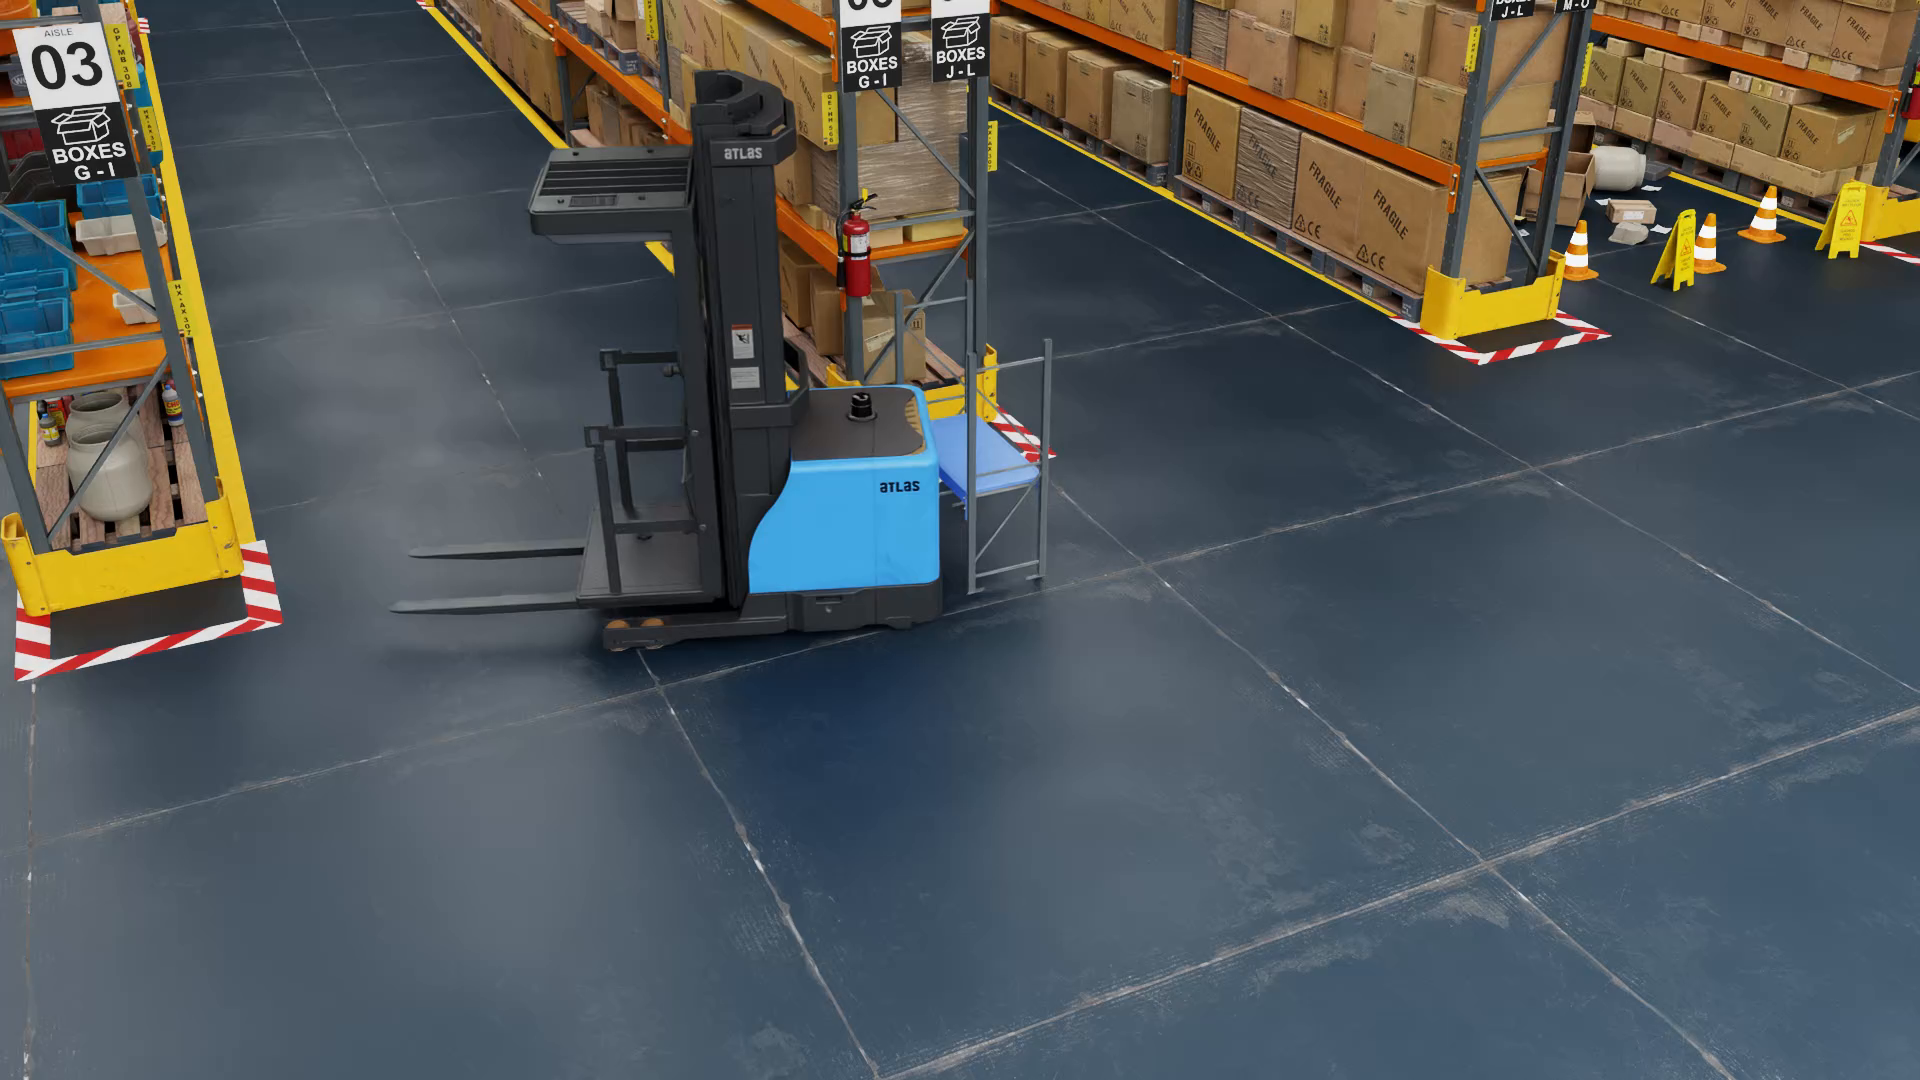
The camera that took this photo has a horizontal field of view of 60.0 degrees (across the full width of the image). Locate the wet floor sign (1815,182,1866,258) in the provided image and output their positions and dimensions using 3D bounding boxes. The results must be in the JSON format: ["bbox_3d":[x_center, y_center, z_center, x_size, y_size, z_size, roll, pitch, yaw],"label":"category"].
[{"bbox_3d":[7.772,-2.822,14.596,0.267,0.644,0.232,-3,29,-5],"label":"wet floor sign"}]

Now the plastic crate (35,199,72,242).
[{"bbox_3d":[-6.156,-2.053,11.033,0.450,0.188,0.662,-13,32,-22],"label":"plastic crate"}]

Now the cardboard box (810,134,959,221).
[{"bbox_3d":[-0.505,-2.499,11.206,0.875,0.500,0.500,-13,32,-22],"label":"cardboard box"}]

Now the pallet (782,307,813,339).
[{"bbox_3d":[-1.163,-1.799,13.215,1.003,0.211,1.213,-13,32,-22],"label":"pallet"}]

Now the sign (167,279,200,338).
[{"bbox_3d":[-4.268,-1.271,9.140,0.100,0.325,0.005,-13,32,-22],"label":"sign"}]

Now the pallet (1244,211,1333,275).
[{"bbox_3d":[3.296,-2.732,14.880,1.003,0.211,1.213,-13,32,-22],"label":"pallet"}]

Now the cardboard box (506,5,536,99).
[{"bbox_3d":[-4.381,-5.572,18.835,1.225,0.875,0.875,-13,32,-22],"label":"cardboard box"}]

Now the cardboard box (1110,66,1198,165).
[{"bbox_3d":[2.164,-4.298,16.691,1.050,0.750,0.750,-13,32,-22],"label":"cardboard box"}]

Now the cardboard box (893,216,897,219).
[{"bbox_3d":[-0.291,-2.258,11.439,0.380,0.149,0.250,-13,32,-22],"label":"cardboard box"}]

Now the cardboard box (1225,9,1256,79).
[{"bbox_3d":[2.938,-4.507,15.041,0.875,0.550,0.550,-13,32,-22],"label":"cardboard box"}]

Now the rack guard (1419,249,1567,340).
[{"bbox_3d":[4.240,-1.973,13.230,1.175,0.500,0.348,-13,32,-22],"label":"rack guard"}]

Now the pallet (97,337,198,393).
[{"bbox_3d":[-6.234,-1.282,12.294,1.003,0.211,1.213,-13,32,-22],"label":"pallet"}]

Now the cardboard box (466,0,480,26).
[{"bbox_3d":[-6.043,-7.340,21.989,0.875,0.875,0.875,-13,32,-22],"label":"cardboard box"}]

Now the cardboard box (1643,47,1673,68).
[{"bbox_3d":[7.171,-4.907,16.859,0.380,0.149,0.250,-12,31,-20],"label":"cardboard box"}]

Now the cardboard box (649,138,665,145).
[{"bbox_3d":[-2.443,-3.436,15.389,0.700,0.500,0.500,-13,32,-22],"label":"cardboard box"}]

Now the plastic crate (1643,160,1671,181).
[{"bbox_3d":[6.873,-3.786,16.892,0.583,0.080,0.402,26,38,38],"label":"plastic crate"}]

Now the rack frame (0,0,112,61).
[{"bbox_3d":[-4.767,-3.654,7.538,1.000,3.000,0.127,-13,32,-22],"label":"rack frame"}]

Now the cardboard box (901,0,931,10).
[{"bbox_3d":[-0.267,-3.587,10.639,0.500,0.250,0.500,-12,31,-21],"label":"cardboard box"}]

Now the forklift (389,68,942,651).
[{"bbox_3d":[-1.652,-0.941,8.904,3.031,2.935,1.130,-3,29,-6],"label":"forklift"}]

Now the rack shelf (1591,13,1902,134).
[{"bbox_3d":[7.798,-4.727,16.322,1.077,0.370,4.000,-13,32,-22],"label":"rack shelf"}]

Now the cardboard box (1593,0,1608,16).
[{"bbox_3d":[6.785,-5.609,17.415,0.380,0.149,0.250,-13,32,-22],"label":"cardboard box"}]

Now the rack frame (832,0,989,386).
[{"bbox_3d":[-0.294,-2.077,10.860,1.000,3.000,0.127,-13,32,-22],"label":"rack frame"}]

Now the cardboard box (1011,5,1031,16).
[{"bbox_3d":[0.718,-6.383,19.899,0.500,0.250,0.500,-15,32,-24],"label":"cardboard box"}]

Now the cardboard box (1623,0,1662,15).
[{"bbox_3d":[7.113,-5.628,16.787,0.500,0.500,0.500,-13,32,-22],"label":"cardboard box"}]

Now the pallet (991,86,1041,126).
[{"bbox_3d":[1.065,-5.027,18.972,1.003,0.211,1.213,-13,32,-22],"label":"pallet"}]

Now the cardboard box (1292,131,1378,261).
[{"bbox_3d":[3.499,-3.004,14.256,0.875,0.875,0.875,-14,32,-23],"label":"cardboard box"}]

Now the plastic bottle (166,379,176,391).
[{"bbox_3d":[-5.345,-1.014,11.292,0.061,0.283,0.133,-13,32,-21],"label":"plastic bottle"}]

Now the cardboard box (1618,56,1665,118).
[{"bbox_3d":[7.189,-4.684,17.125,0.500,0.500,0.500,-12,31,-20],"label":"cardboard box"}]

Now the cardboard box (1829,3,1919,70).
[{"bbox_3d":[8.175,-4.513,14.798,0.500,0.500,0.500,-14,32,-23],"label":"cardboard box"}]

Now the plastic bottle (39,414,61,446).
[{"bbox_3d":[-5.951,-0.728,10.865,0.097,0.201,0.097,0,29,0],"label":"plastic bottle"}]

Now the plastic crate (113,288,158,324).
[{"bbox_3d":[-4.861,-1.385,9.895,0.298,0.136,0.250,-13,32,-22],"label":"plastic crate"}]

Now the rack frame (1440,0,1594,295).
[{"bbox_3d":[4.229,-3.074,12.638,1.000,3.000,0.127,-13,32,-22],"label":"rack frame"}]

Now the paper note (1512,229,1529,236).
[{"bbox_3d":[5.107,-2.809,15.202,0.144,0.017,0.142,-3,29,-5],"label":"paper note"}]

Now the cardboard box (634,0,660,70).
[{"bbox_3d":[-2.226,-4.669,14.440,1.000,1.000,1.000,-13,32,-22],"label":"cardboard box"}]

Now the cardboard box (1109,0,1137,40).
[{"bbox_3d":[1.830,-5.282,16.473,0.500,0.500,0.500,-13,32,-23],"label":"cardboard box"}]

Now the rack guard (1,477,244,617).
[{"bbox_3d":[-4.842,0.030,9.659,1.175,0.500,0.348,-13,32,-22],"label":"rack guard"}]

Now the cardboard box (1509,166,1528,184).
[{"bbox_3d":[5.207,-3.784,16.317,0.797,0.637,0.503,-13,32,-22],"label":"cardboard box"}]

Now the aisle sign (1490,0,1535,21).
[{"bbox_3d":[3.989,-4.113,11.834,0.394,0.787,0.004,-13,32,-22],"label":"aisle sign"}]

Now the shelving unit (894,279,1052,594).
[{"bbox_3d":[0.058,-0.621,9.796,0.538,1.500,1.048,-13,32,-21],"label":"shelving unit"}]

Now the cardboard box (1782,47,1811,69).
[{"bbox_3d":[7.865,-4.482,15.406,0.380,0.149,0.250,-13,32,-21],"label":"cardboard box"}]

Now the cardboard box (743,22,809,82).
[{"bbox_3d":[-1.185,-3.319,11.645,0.500,0.500,0.500,-13,32,-22],"label":"cardboard box"}]

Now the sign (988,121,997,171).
[{"bbox_3d":[0.196,-2.569,10.851,0.100,0.325,0.005,-13,32,-22],"label":"sign"}]

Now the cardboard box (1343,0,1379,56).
[{"bbox_3d":[3.668,-4.282,13.534,0.875,0.550,0.550,-13,32,-22],"label":"cardboard box"}]

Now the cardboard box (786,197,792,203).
[{"bbox_3d":[-1.026,-2.493,11.859,0.380,0.149,0.250,-13,32,-22],"label":"cardboard box"}]

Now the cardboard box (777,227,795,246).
[{"bbox_3d":[-1.285,-2.243,13.282,0.500,0.500,0.500,-16,33,-26],"label":"cardboard box"}]

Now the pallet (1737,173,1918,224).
[{"bbox_3d":[8.307,-3.341,15.966,1.003,0.211,1.213,-13,32,-22],"label":"pallet"}]

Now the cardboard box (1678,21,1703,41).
[{"bbox_3d":[7.326,-5.042,16.404,0.380,0.149,0.250,-13,32,-22],"label":"cardboard box"}]

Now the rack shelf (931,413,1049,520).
[{"bbox_3d":[0.058,-0.464,9.884,0.538,0.185,1.000,-13,32,-21],"label":"rack shelf"}]

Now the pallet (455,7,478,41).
[{"bbox_3d":[-6.229,-7.053,22.586,1.003,0.211,1.213,-13,32,-22],"label":"pallet"}]

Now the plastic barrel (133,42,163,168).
[{"bbox_3d":[-6.376,-3.257,12.452,0.600,0.901,0.708,-13,32,-22],"label":"plastic barrel"}]

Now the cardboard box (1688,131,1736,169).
[{"bbox_3d":[7.622,-3.903,16.498,0.500,0.250,0.500,-14,32,-24],"label":"cardboard box"}]

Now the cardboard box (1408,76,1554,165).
[{"bbox_3d":[4.029,-3.294,12.876,0.875,0.550,0.550,-13,32,-22],"label":"cardboard box"}]
